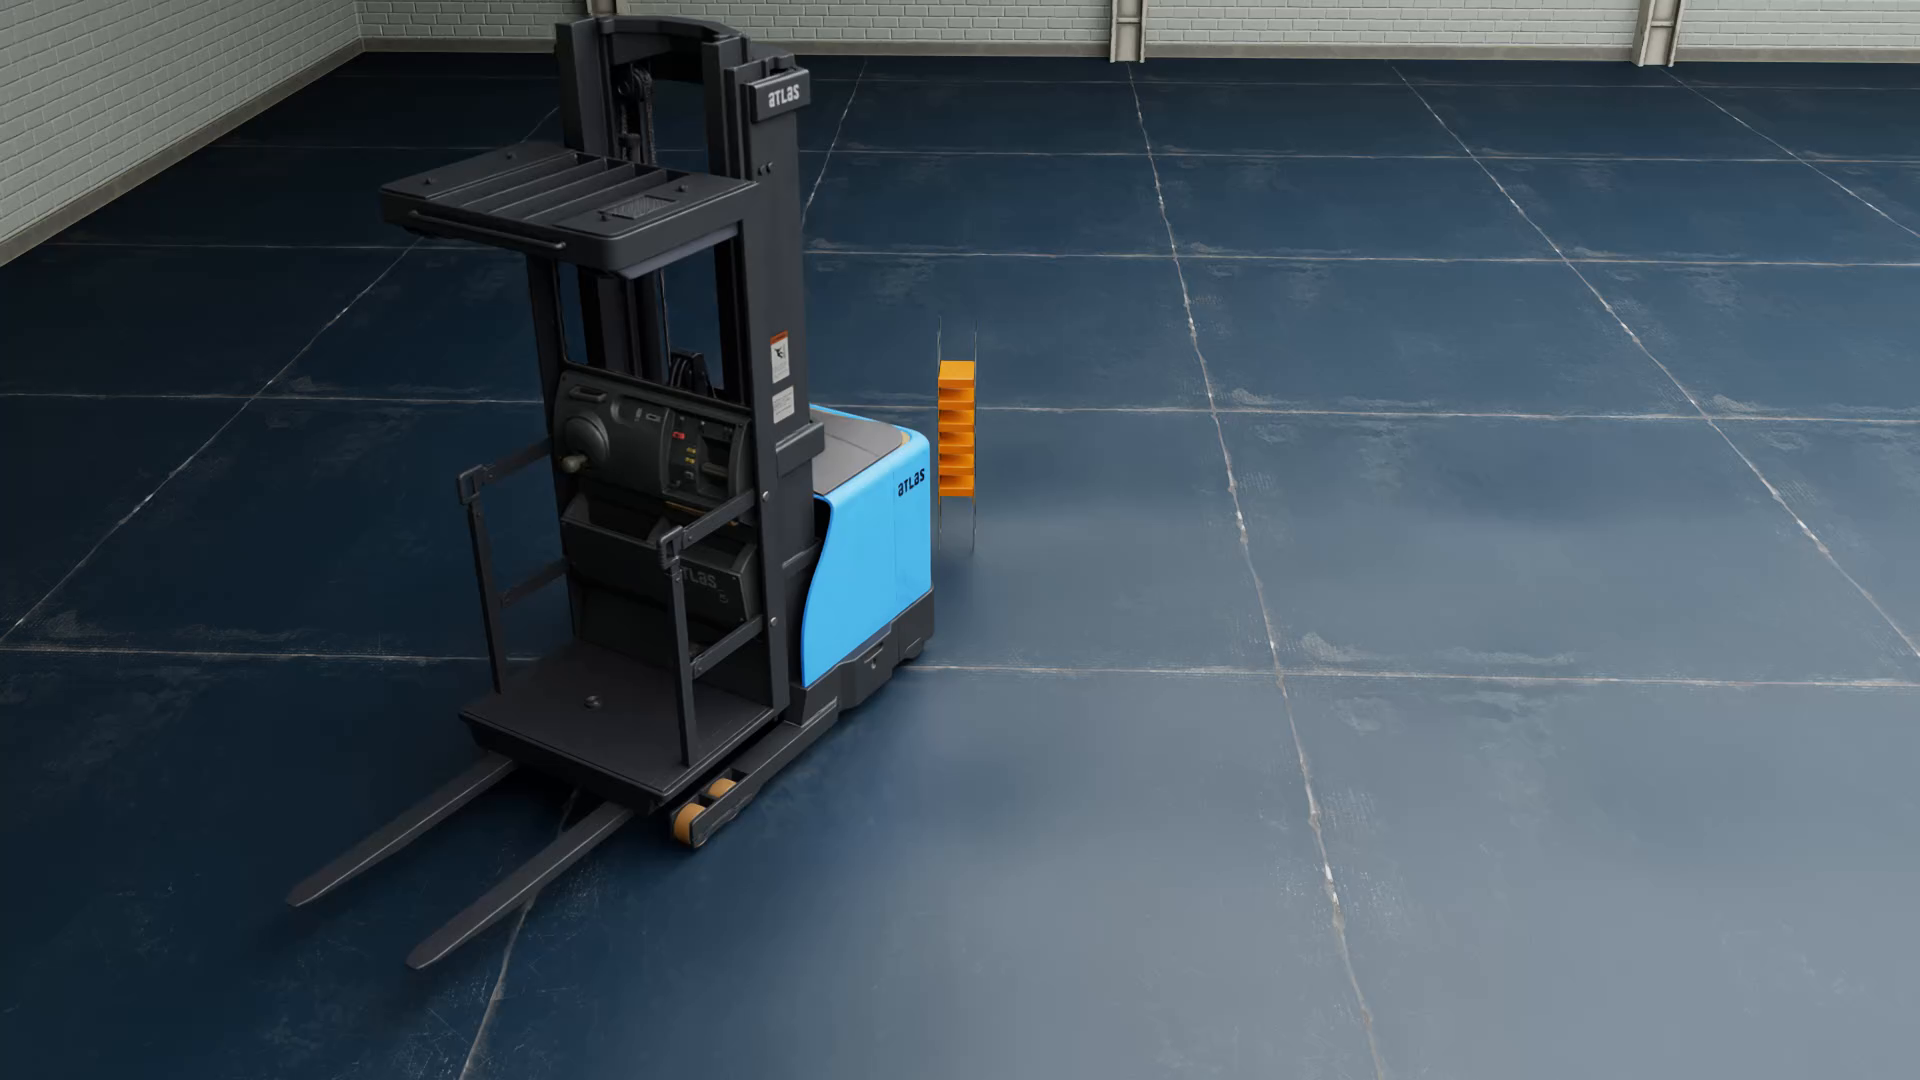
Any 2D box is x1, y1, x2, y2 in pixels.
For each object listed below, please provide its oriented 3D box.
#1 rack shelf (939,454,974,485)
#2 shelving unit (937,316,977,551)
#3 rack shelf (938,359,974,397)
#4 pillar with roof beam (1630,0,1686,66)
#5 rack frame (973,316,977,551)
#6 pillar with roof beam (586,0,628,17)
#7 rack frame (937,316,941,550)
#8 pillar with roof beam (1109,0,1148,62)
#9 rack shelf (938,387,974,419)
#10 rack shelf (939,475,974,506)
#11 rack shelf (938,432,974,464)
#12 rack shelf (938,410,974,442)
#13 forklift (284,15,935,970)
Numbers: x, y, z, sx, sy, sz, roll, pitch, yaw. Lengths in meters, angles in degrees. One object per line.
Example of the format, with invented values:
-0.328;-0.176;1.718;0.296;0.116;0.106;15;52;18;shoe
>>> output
-0.014;-0.385;8.546;0.180;0.103;0.258;1;28;2;rack shelf
-0.014;-0.530;8.469;0.189;1.200;0.258;1;28;2;shelving unit
-0.014;-0.809;8.322;0.180;0.103;0.258;1;28;2;rack shelf
7.769;-7.423;13.145;0.400;9.000;9.100;1;28;2;pillar with roof beam
0.077;-0.529;8.467;0.006;1.200;0.240;1;28;2;rack frame
-4.223;-7.621;13.519;0.400;9.000;9.100;1;28;2;pillar with roof beam
-0.106;-0.532;8.472;0.006;1.200;0.240;1;28;2;rack frame
1.773;-7.522;13.332;0.400;9.000;9.100;1;28;2;pillar with roof beam
-0.014;-0.703;8.378;0.180;0.103;0.258;1;28;2;rack shelf
-0.014;-0.279;8.603;0.180;0.103;0.258;1;28;2;rack shelf
-0.014;-0.491;8.490;0.180;0.103;0.258;1;28;2;rack shelf
-0.014;-0.597;8.434;0.180;0.103;0.258;1;28;2;rack shelf
-1.316;-0.347;6.275;1.130;2.935;3.031;16;32;27;forklift
